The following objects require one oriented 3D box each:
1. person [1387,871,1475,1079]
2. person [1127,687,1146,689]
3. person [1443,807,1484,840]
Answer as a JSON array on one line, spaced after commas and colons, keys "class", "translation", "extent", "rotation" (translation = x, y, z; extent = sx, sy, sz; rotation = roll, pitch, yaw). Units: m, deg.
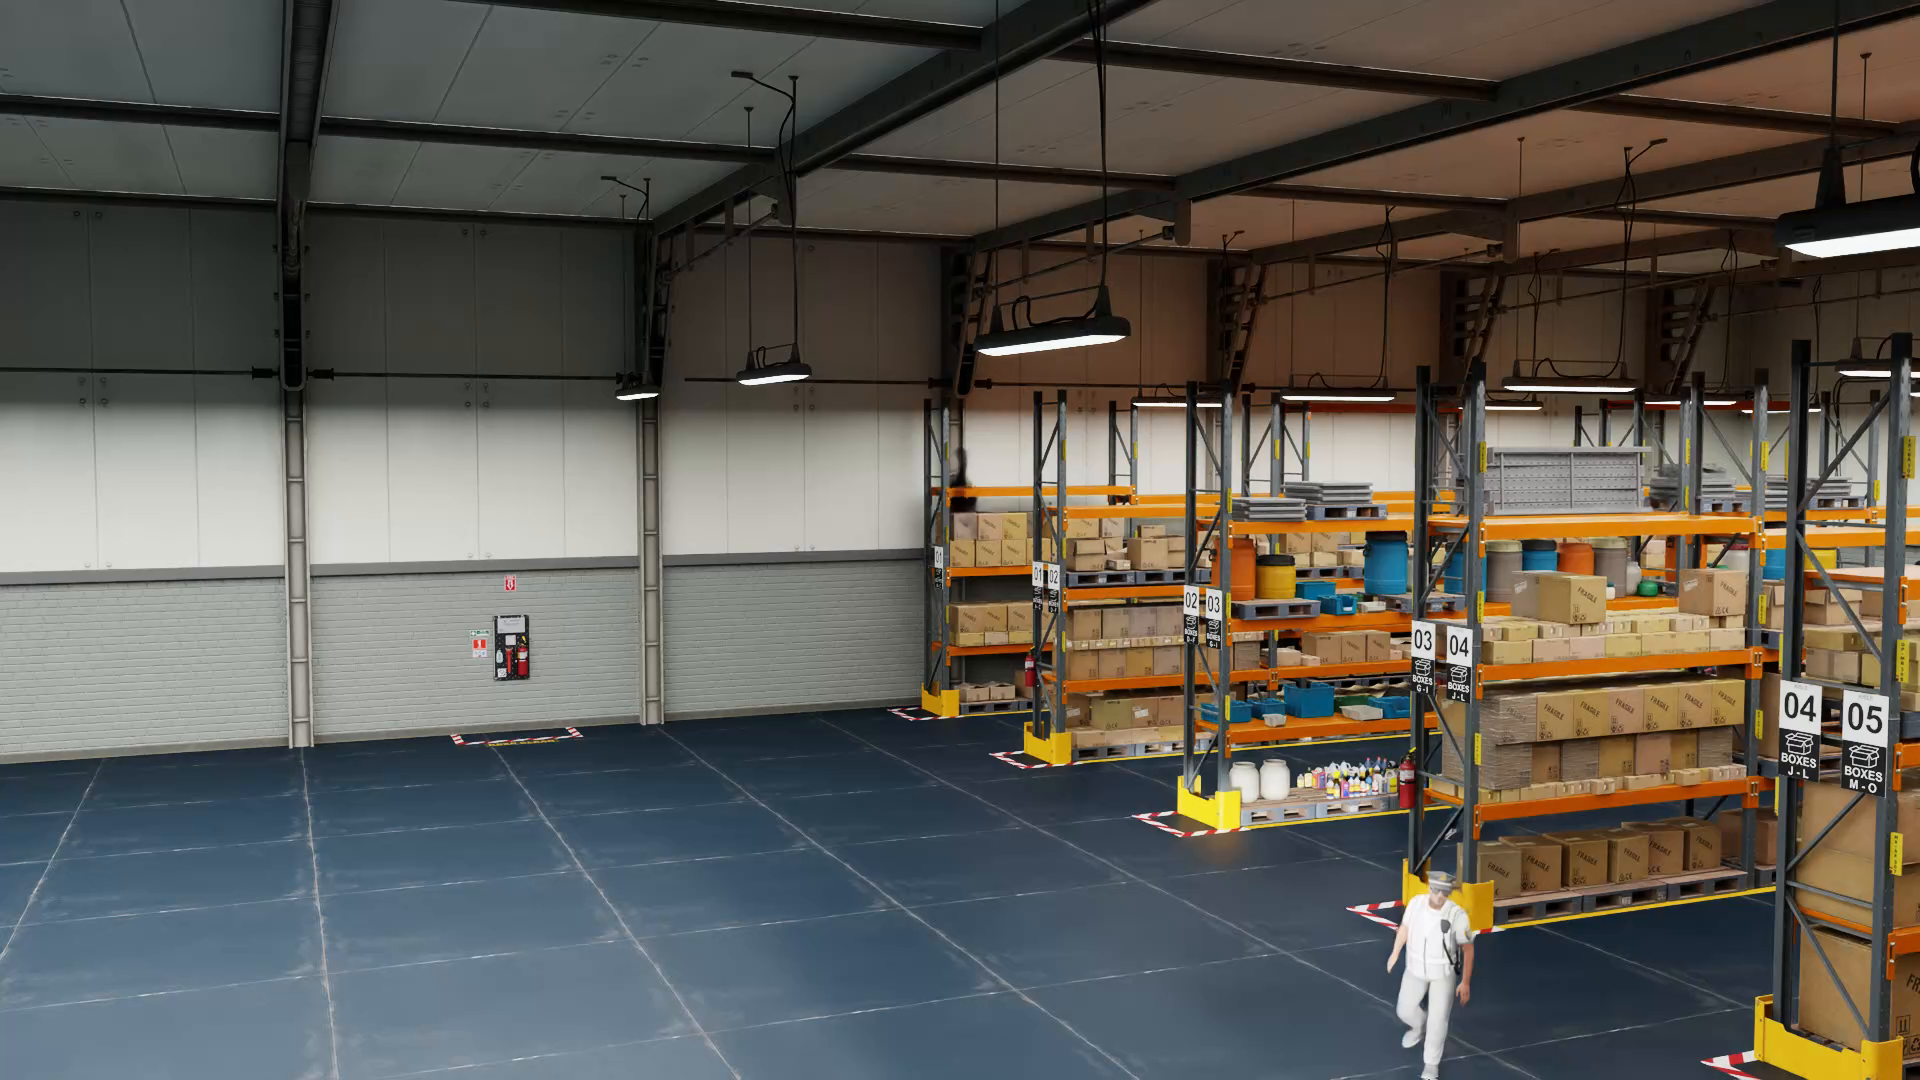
[{"class": "person", "translation": [3.899, 3.508, 13.704], "extent": [0.747, 1.690, 0.728], "rotation": [2, 4, 31]}, {"class": "person", "translation": [3.085, 2.539, 29.789], "extent": [0.820, 1.733, 0.706], "rotation": [-1, 4, -16]}, {"class": "person", "translation": [6.635, 3.068, 21.645], "extent": [0.781, 1.630, 0.551], "rotation": [-2, 4, -36]}]
